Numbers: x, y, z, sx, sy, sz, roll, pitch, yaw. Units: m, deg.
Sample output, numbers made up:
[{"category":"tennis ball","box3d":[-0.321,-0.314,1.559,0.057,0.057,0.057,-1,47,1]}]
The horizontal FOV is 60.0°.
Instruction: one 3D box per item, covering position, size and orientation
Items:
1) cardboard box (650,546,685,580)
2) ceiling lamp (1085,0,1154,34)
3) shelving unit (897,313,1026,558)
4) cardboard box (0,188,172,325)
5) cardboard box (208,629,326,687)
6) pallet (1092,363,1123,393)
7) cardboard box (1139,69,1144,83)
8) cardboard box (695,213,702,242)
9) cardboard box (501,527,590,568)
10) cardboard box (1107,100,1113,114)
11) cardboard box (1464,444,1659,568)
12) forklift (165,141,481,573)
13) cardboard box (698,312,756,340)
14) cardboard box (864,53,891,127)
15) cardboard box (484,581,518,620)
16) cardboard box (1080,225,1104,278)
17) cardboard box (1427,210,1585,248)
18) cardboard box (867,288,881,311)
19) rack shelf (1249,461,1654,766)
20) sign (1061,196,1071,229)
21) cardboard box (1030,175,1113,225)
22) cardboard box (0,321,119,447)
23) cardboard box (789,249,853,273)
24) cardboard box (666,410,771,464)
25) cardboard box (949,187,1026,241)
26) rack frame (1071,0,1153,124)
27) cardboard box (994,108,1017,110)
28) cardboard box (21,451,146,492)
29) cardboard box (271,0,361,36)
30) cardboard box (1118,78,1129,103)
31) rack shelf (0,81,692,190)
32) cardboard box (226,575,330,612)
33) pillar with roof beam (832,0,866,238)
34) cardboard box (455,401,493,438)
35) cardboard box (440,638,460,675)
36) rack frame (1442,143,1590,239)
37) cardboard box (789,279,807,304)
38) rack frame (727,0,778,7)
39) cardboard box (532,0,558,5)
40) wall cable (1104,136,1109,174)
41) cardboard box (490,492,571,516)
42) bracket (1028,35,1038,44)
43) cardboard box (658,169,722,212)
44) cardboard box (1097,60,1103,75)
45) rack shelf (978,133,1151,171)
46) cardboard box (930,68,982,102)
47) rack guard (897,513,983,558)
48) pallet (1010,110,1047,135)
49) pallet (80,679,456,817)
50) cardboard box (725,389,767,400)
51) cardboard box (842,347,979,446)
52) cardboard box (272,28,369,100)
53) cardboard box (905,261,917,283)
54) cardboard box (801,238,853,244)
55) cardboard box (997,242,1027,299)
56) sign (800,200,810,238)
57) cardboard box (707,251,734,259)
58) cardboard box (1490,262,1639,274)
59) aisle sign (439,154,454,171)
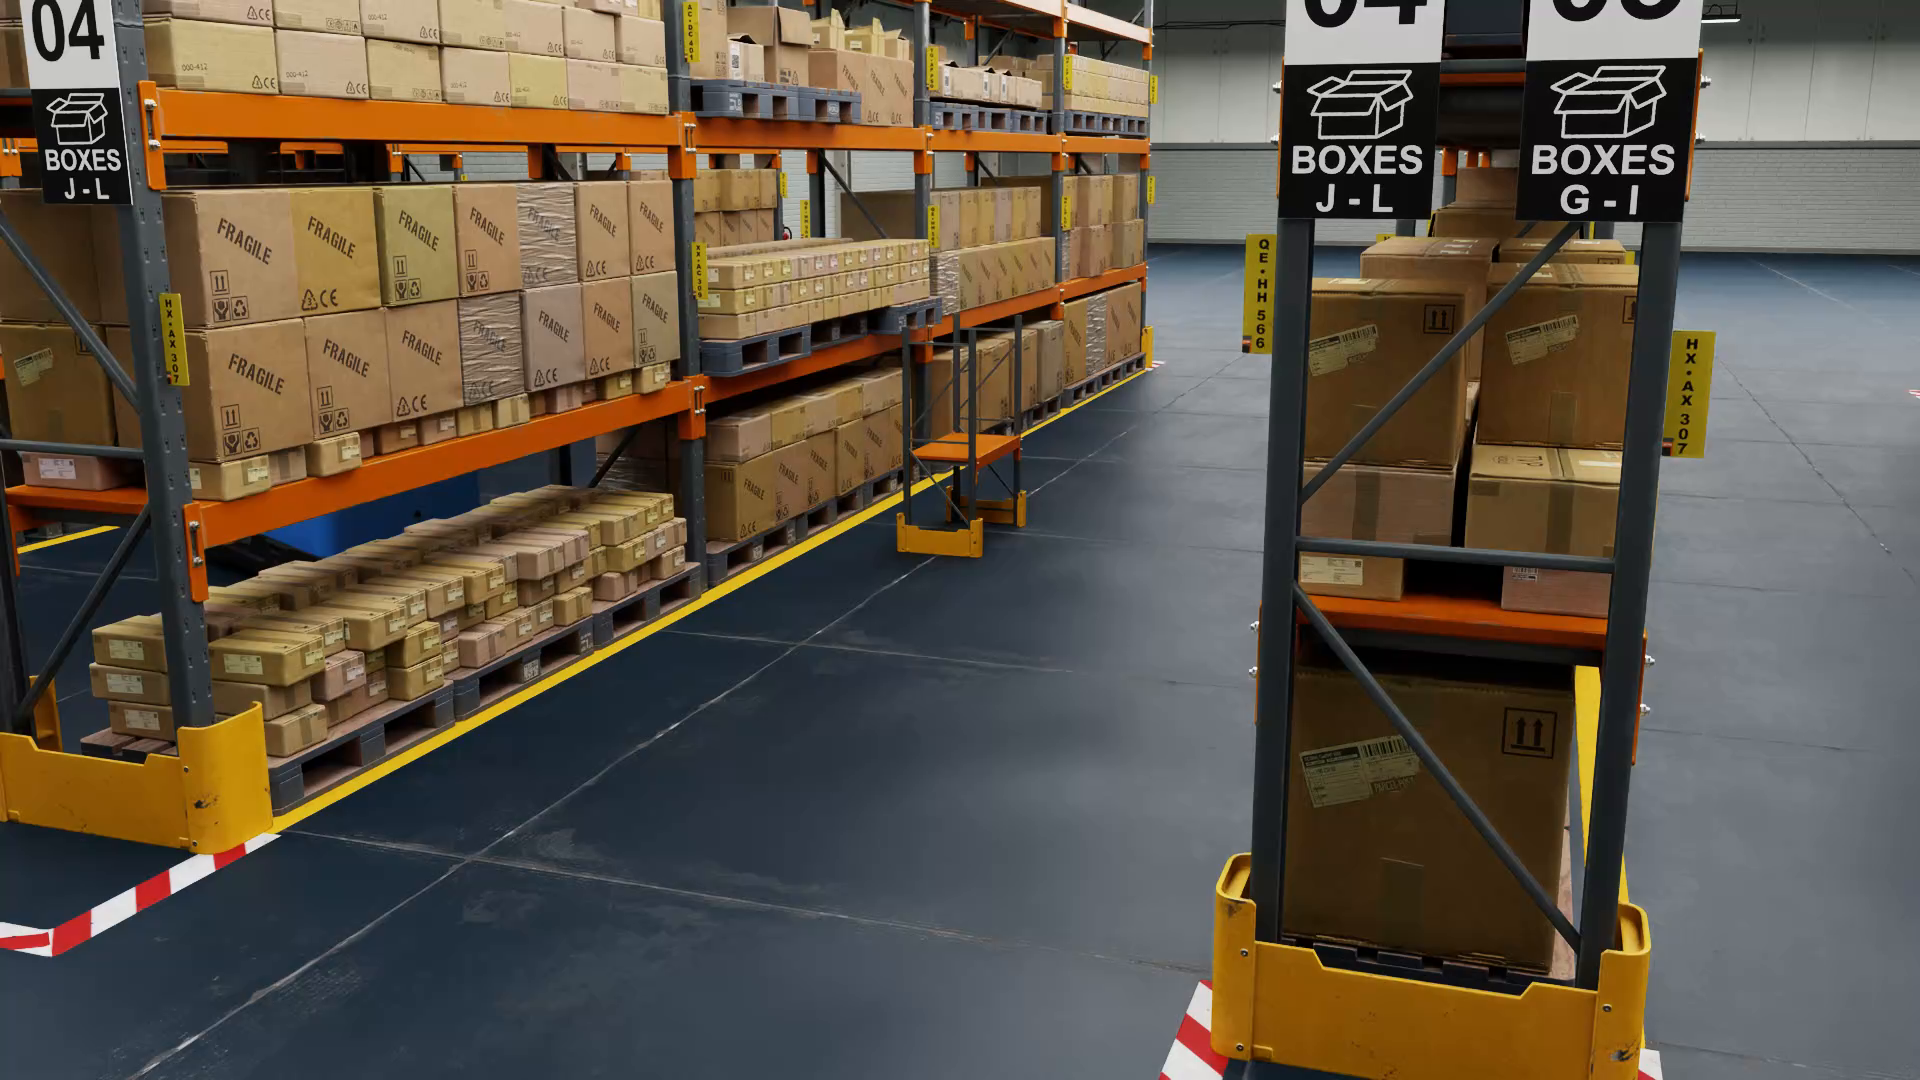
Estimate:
[{"category":"cardboard box","box3d":[-1.830,0.119,9.690,0.380,0.149,0.250,5,14,19]},{"category":"ceiling lamp","box3d":[4.315,-15.242,44.926,2.000,3.185,0.800,4,14,18]},{"category":"shelving unit","box3d":[0.025,-0.747,11.391,0.587,1.500,1.083,4,14,18]},{"category":"cardboard box","box3d":[-3.407,-1.127,6.544,0.500,0.500,0.500,4,13,17]},{"category":"cardboard box","box3d":[-2.829,0.478,6.780,0.380,0.149,0.250,4,13,16]},{"category":"pallet","box3d":[1.276,-1.911,19.385,1.003,0.211,1.213,4,14,18]},{"category":"cardboard box","box3d":[1.987,-5.535,19.859,0.380,0.149,0.250,4,14,19]},{"category":"cardboard box","box3d":[-3.433,-3.672,19.940,0.500,0.500,0.500,4,14,18]},{"category":"cardboard box","box3d":[-2.172,0.037,8.709,0.380,0.149,0.250,4,13,16]},{"category":"cardboard box","box3d":[1.494,-4.824,18.537,0.380,0.149,0.250,5,14,19]},{"category":"cardboard box","box3d":[1.751,-0.107,4.883,0.500,0.250,0.500,4,13,17]},{"category":"forklift","box3d":[-4.317,-1.331,10.732,1.130,2.935,3.031,-12,17,-42]},{"category":"cardboard box","box3d":[-1.463,-1.306,10.089,0.380,0.149,0.250,4,13,16]},{"category":"cardboard box","box3d":[-0.825,-3.282,12.162,0.500,0.500,0.500,4,14,18]},{"category":"cardboard box","box3d":[-2.443,0.280,8.314,0.380,0.149,0.250,5,14,21]},{"category":"cardboard box","box3d":[1.113,-3.232,18.572,0.875,0.550,0.550,4,14,18]},{"category":"cardboard box","box3d":[2.833,-1.468,8.700,0.797,0.503,0.637,4,13,17]},{"category":"cardboard box","box3d":[-0.791,-1.746,12.017,0.380,0.149,0.250,4,13,16]},{"category":"rack shelf","box3d":[1.987,-0.023,6.466,1.077,0.370,4.000,4,14,18]},{"category":"sign","box3d":[1.079,-3.347,16.987,0.100,0.325,0.005,4,14,18]},{"category":"cardboard box","box3d":[1.251,-3.873,18.952,0.875,0.550,0.500,4,14,18]},{"category":"cardboard box","box3d":[-3.418,-0.638,6.651,0.500,0.500,0.500,5,14,20]},{"category":"cardboard box","box3d":[-0.962,-1.925,11.465,0.380,0.149,0.250,5,14,20]},{"category":"cardboard box","box3d":[-1.537,-0.662,10.635,0.500,0.250,0.500,4,13,16]},{"category":"cardboard box","box3d":[0.243,-3.181,16.212,0.700,0.500,0.500,4,13,17]},{"category":"rack frame","box3d":[1.857,-6.625,20.291,1.000,3.000,0.127,4,14,18]},{"category":"cardboard box","box3d":[0.378,-4.551,17.342,0.380,0.149,0.250,4,14,18]},{"category":"cardboard box","box3d":[-3.482,-0.298,6.617,0.380,0.149,0.250,4,14,18]},{"category":"cardboard box","box3d":[-2.764,-2.148,6.631,0.500,0.250,0.500,4,14,18]},{"category":"cardboard box","box3d":[1.637,-5.154,19.087,0.500,0.250,0.500,4,14,18]},{"category":"rack shelf","box3d":[-2.673,-1.864,7.790,1.077,0.370,4.000,4,14,18]},{"category":"cardboard box","box3d":[-3.146,0.272,7.683,0.380,0.149,0.250,4,13,16]},{"category":"pillar with roof beam","box3d":[1.262,-10.715,38.211,9.100,9.000,0.548,4,14,18]},{"category":"cardboard box","box3d":[-2.449,-0.586,7.878,0.380,0.149,0.250,5,14,20]},{"category":"cardboard box","box3d":[-2.588,0.546,7.817,0.380,0.149,0.250,4,14,19]},{"category":"rack frame","box3d":[3.929,-1.637,11.921,1.000,3.000,0.127,4,14,18]},{"category":"cardboard box","box3d":[-1.215,-1.615,10.774,0.380,0.149,0.250,4,13,16]},{"category":"rack frame","box3d":[-2.860,-6.960,21.760,1.000,3.000,0.127,4,14,18]},{"category":"cardboard box","box3d":[-2.198,-2.695,8.133,0.380,0.149,0.250,4,13,16]},{"category":"wall cable","box3d":[3.275,-12.563,53.285,3.097,2.526,0.112,4,14,18]},{"category":"cardboard box","box3d":[-2.479,-0.167,9.606,0.380,0.149,0.250,5,14,21]},{"category":"bracket","box3d":[2.308,-15.867,52.695,0.235,0.232,0.430,4,14,18]},{"category":"cardboard box","box3d":[-3.350,-4.277,20.348,0.700,0.500,0.500,4,14,18]},{"category":"cardboard box","box3d":[1.330,-5.107,17.986,0.380,0.149,0.250,5,14,19]},{"category":"rack shelf","box3d":[1.210,-4.391,18.860,1.077,0.370,4.000,4,14,18]},{"category":"cardboard box","box3d":[-0.127,-3.901,14.265,0.500,0.250,0.500,5,14,20]},{"category":"rack guard","box3d":[-0.136,-0.033,11.071,0.587,0.250,0.087,4,14,18]},{"category":"pallet","box3d":[0.313,-4.031,16.095,0.805,0.209,1.217,4,13,16]},{"category":"pallet","box3d":[-2.999,0.844,7.318,1.003,0.211,1.213,4,14,18]},{"category":"cardboard box","box3d":[-1.688,-0.920,11.766,0.500,0.250,0.500,4,13,16]},{"category":"cardboard box","box3d":[-0.450,-1.246,14.316,1.050,0.750,0.750,4,14,18]},{"category":"cardboard box","box3d":[-2.758,-1.907,6.700,0.500,0.250,0.500,5,14,20]},{"category":"cardboard box","box3d":[-0.545,-2.050,12.681,0.380,0.149,0.250,5,14,21]},{"category":"cardboard box","box3d":[-1.066,-2.304,13.125,0.380,0.149,0.250,4,14,18]},{"category":"cardboard box","box3d":[0.320,-2.565,15.760,0.500,0.500,0.500,5,14,19]},{"category":"sign","box3d":[-1.258,-2.620,13.622,0.100,0.325,0.005,4,14,18]},{"category":"cardboard box","box3d":[-1.742,-1.862,11.190,0.380,0.149,0.250,4,13,17]},{"category":"cardboard box","box3d":[2.075,-0.687,5.740,0.500,0.500,0.500,4,13,17]},{"category":"aisle sign","box3d":[-7.258,-5.652,23.668,0.394,0.787,0.004,4,14,18]}]
